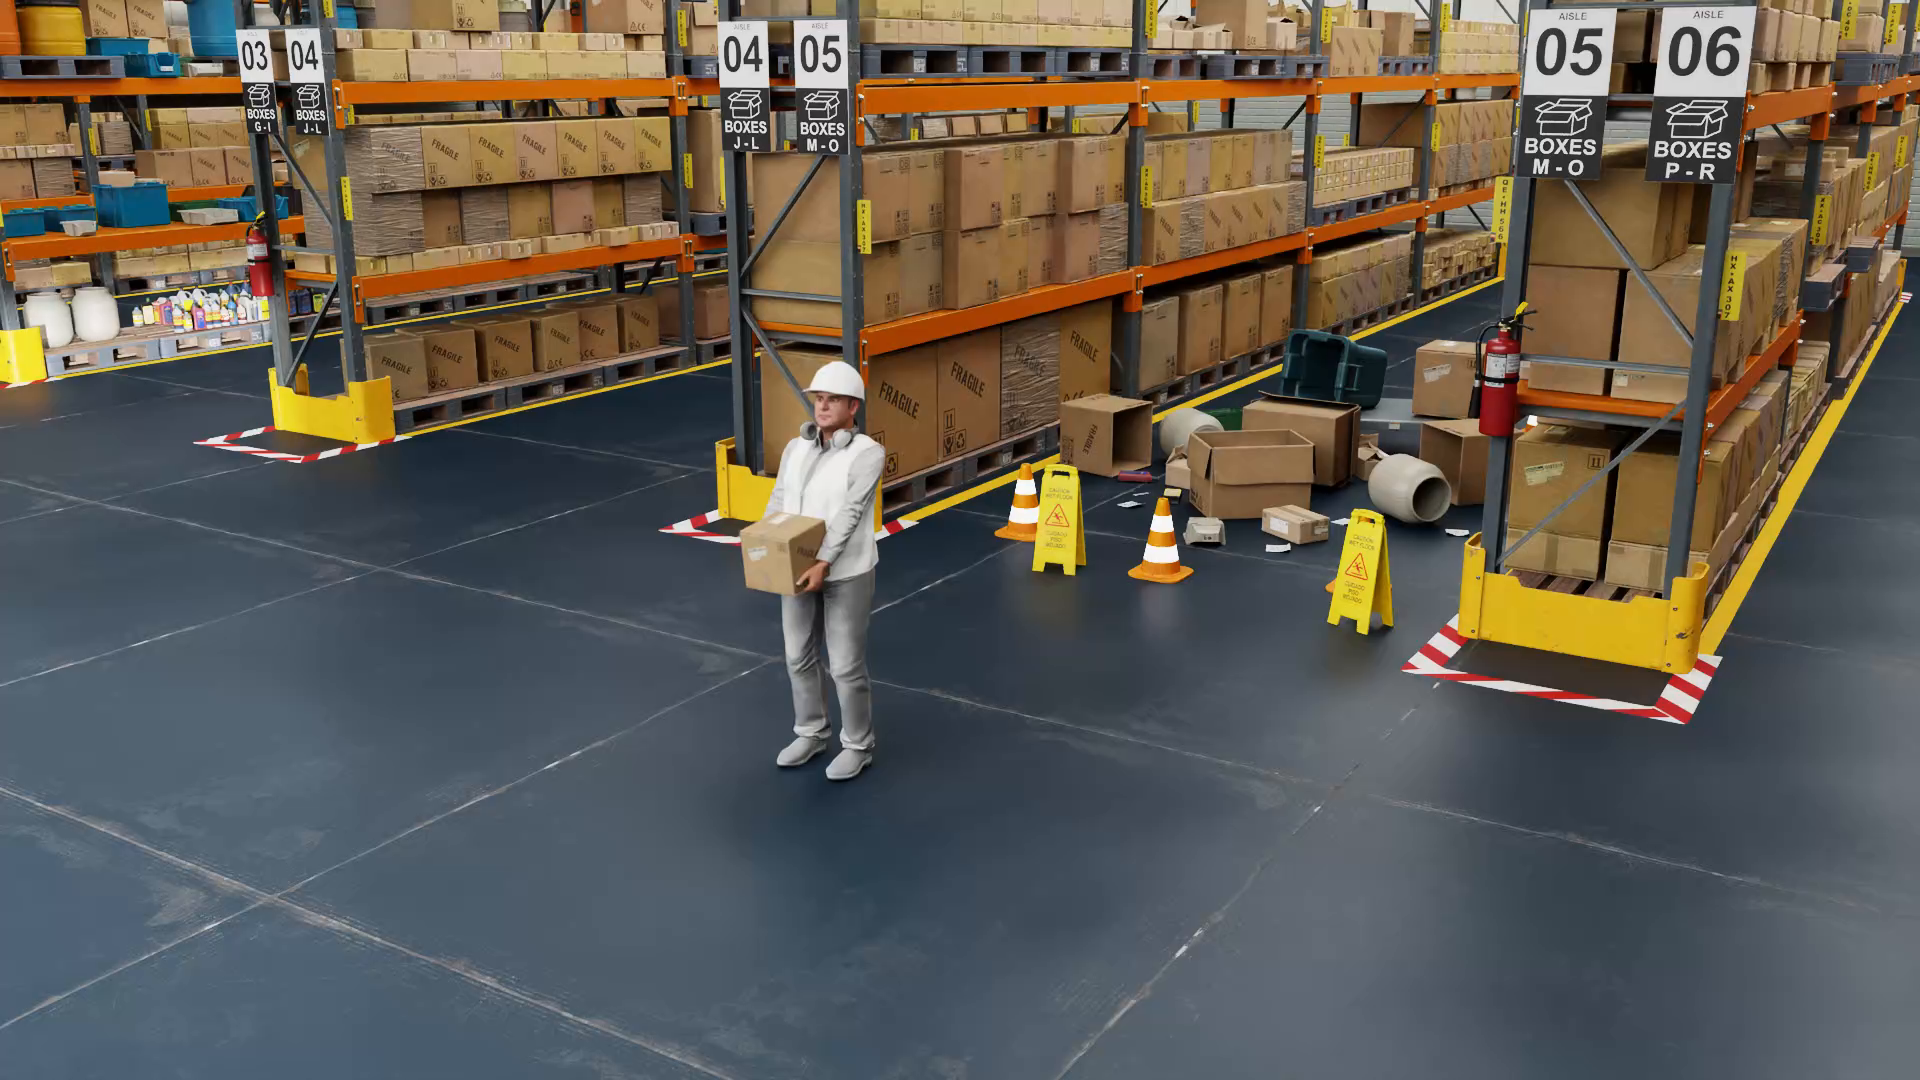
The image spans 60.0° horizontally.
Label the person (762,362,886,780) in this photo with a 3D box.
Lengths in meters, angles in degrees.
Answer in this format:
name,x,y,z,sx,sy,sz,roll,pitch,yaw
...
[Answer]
name,x,y,z,sx,sy,sz,roll,pitch,yaw
person,-0.599,0.149,6.985,0.494,1.762,0.562,10,19,31
